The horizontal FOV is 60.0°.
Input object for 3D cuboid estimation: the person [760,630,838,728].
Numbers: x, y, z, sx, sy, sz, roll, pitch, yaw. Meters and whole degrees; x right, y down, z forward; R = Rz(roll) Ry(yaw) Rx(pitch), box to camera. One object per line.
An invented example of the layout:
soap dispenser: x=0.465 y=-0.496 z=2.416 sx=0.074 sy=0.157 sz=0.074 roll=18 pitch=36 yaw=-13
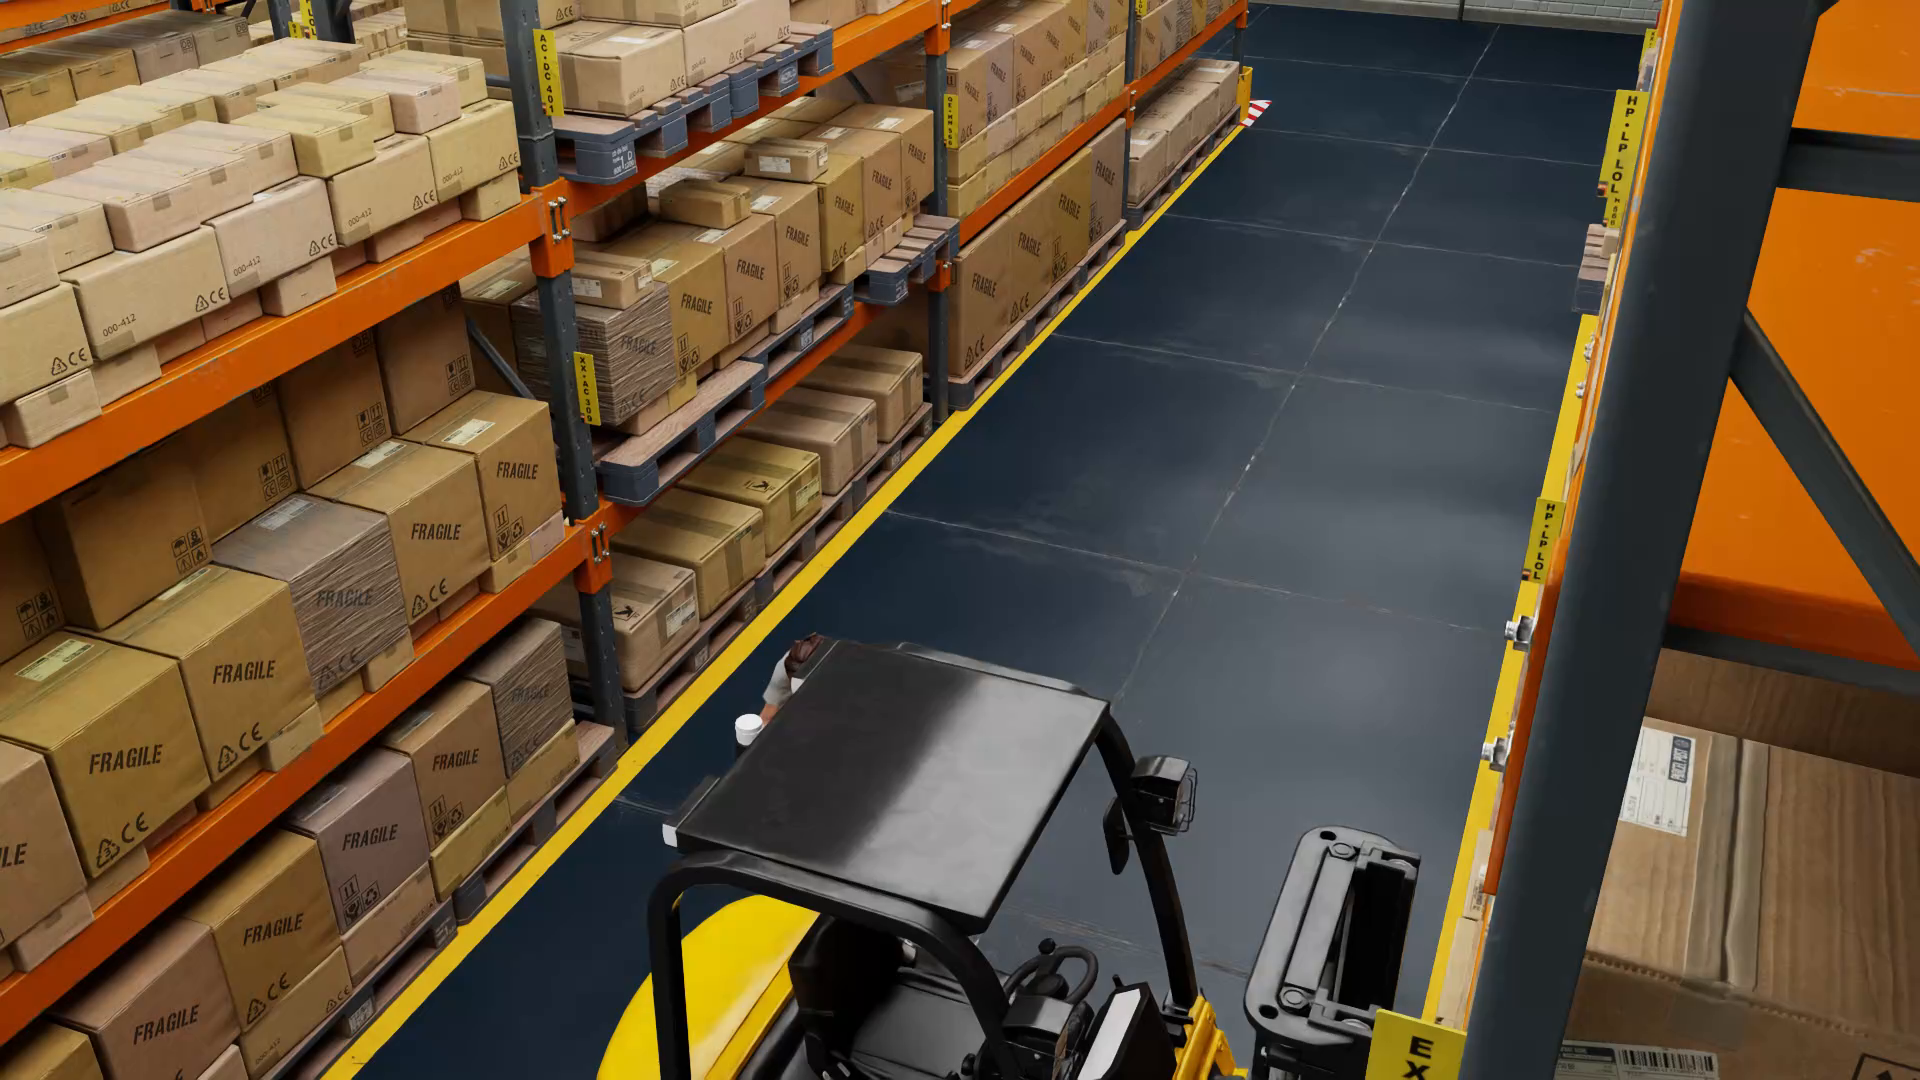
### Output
person: x=-0.630 y=0.754 z=7.552 sx=0.482 sy=0.950 sz=0.782 roll=11 pitch=32 yaw=19
